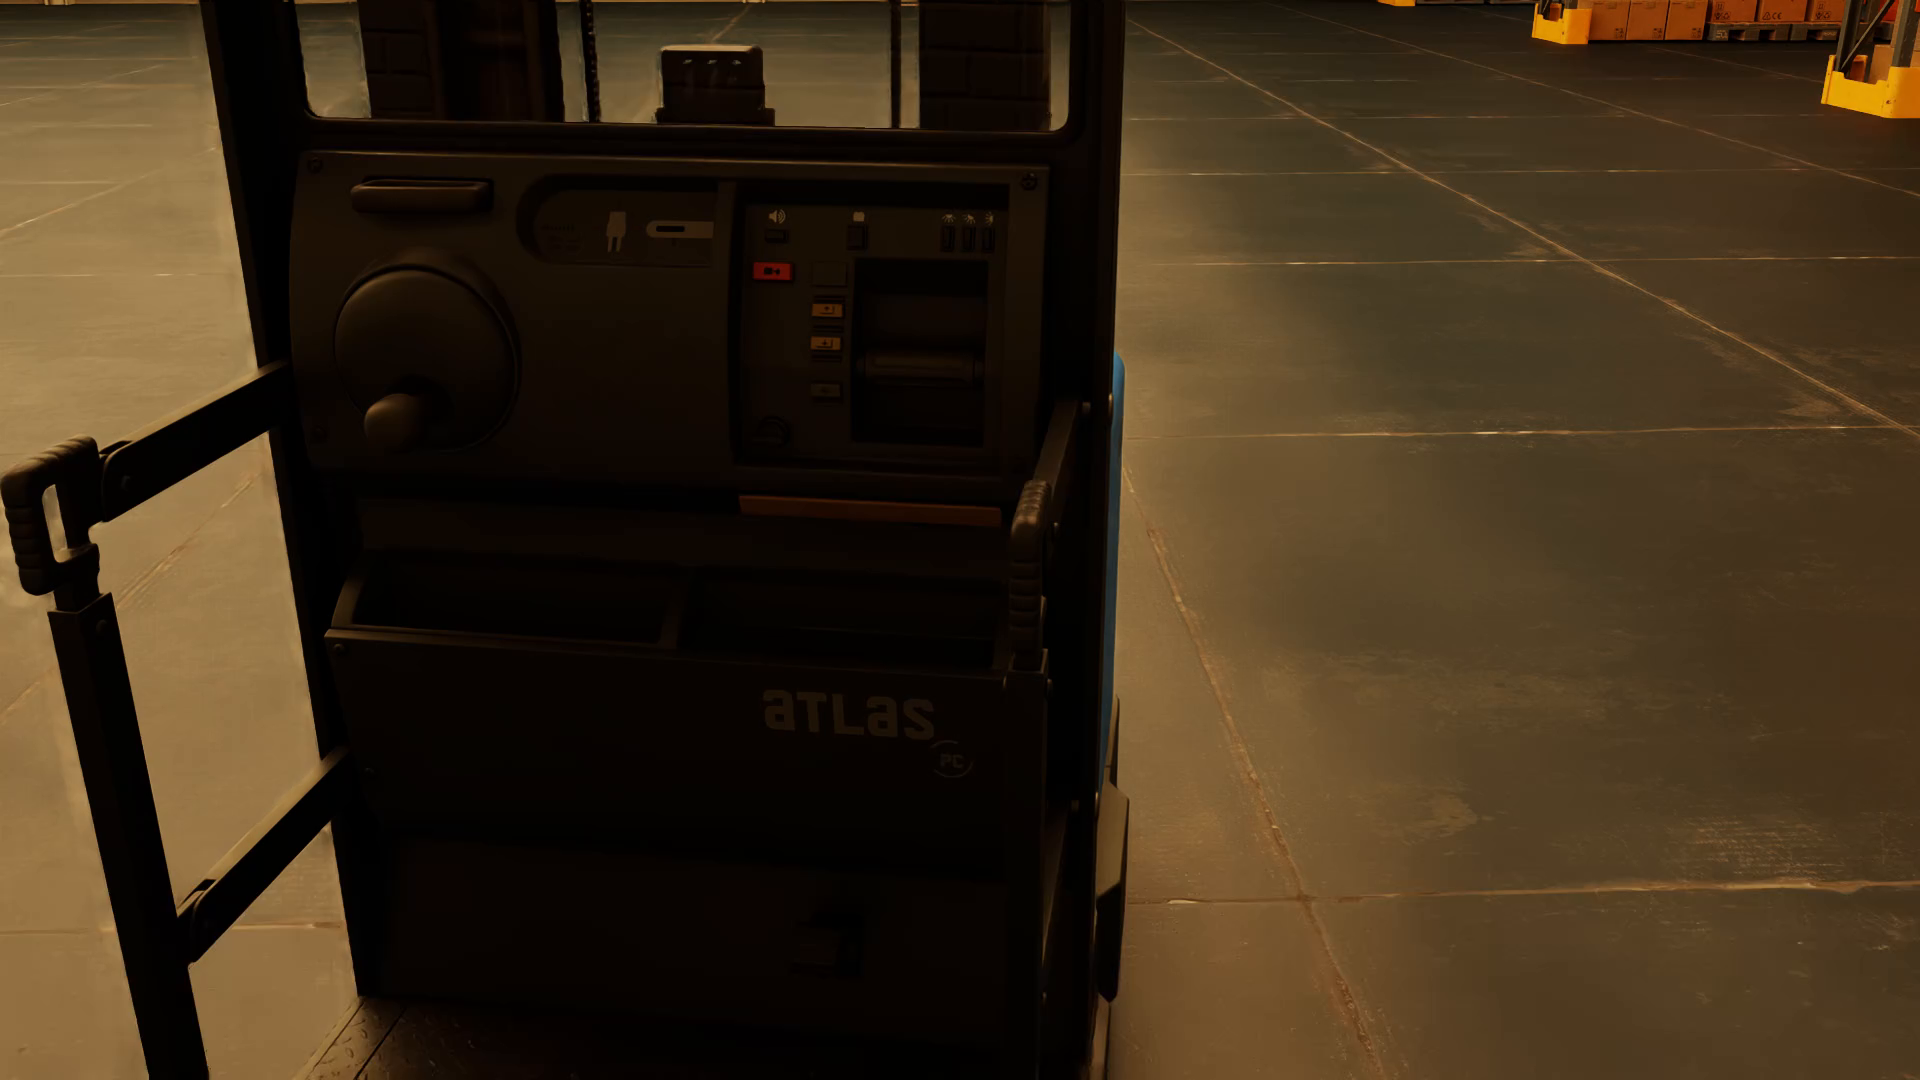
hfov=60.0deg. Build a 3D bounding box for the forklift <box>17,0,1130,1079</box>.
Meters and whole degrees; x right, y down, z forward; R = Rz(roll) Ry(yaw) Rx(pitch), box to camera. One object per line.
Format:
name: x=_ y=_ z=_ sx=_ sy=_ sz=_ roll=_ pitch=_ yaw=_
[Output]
forklift: x=-0.384 y=-0.262 z=1.830 sx=1.130 sy=2.935 sz=3.031 roll=3 pitch=22 yaw=8
